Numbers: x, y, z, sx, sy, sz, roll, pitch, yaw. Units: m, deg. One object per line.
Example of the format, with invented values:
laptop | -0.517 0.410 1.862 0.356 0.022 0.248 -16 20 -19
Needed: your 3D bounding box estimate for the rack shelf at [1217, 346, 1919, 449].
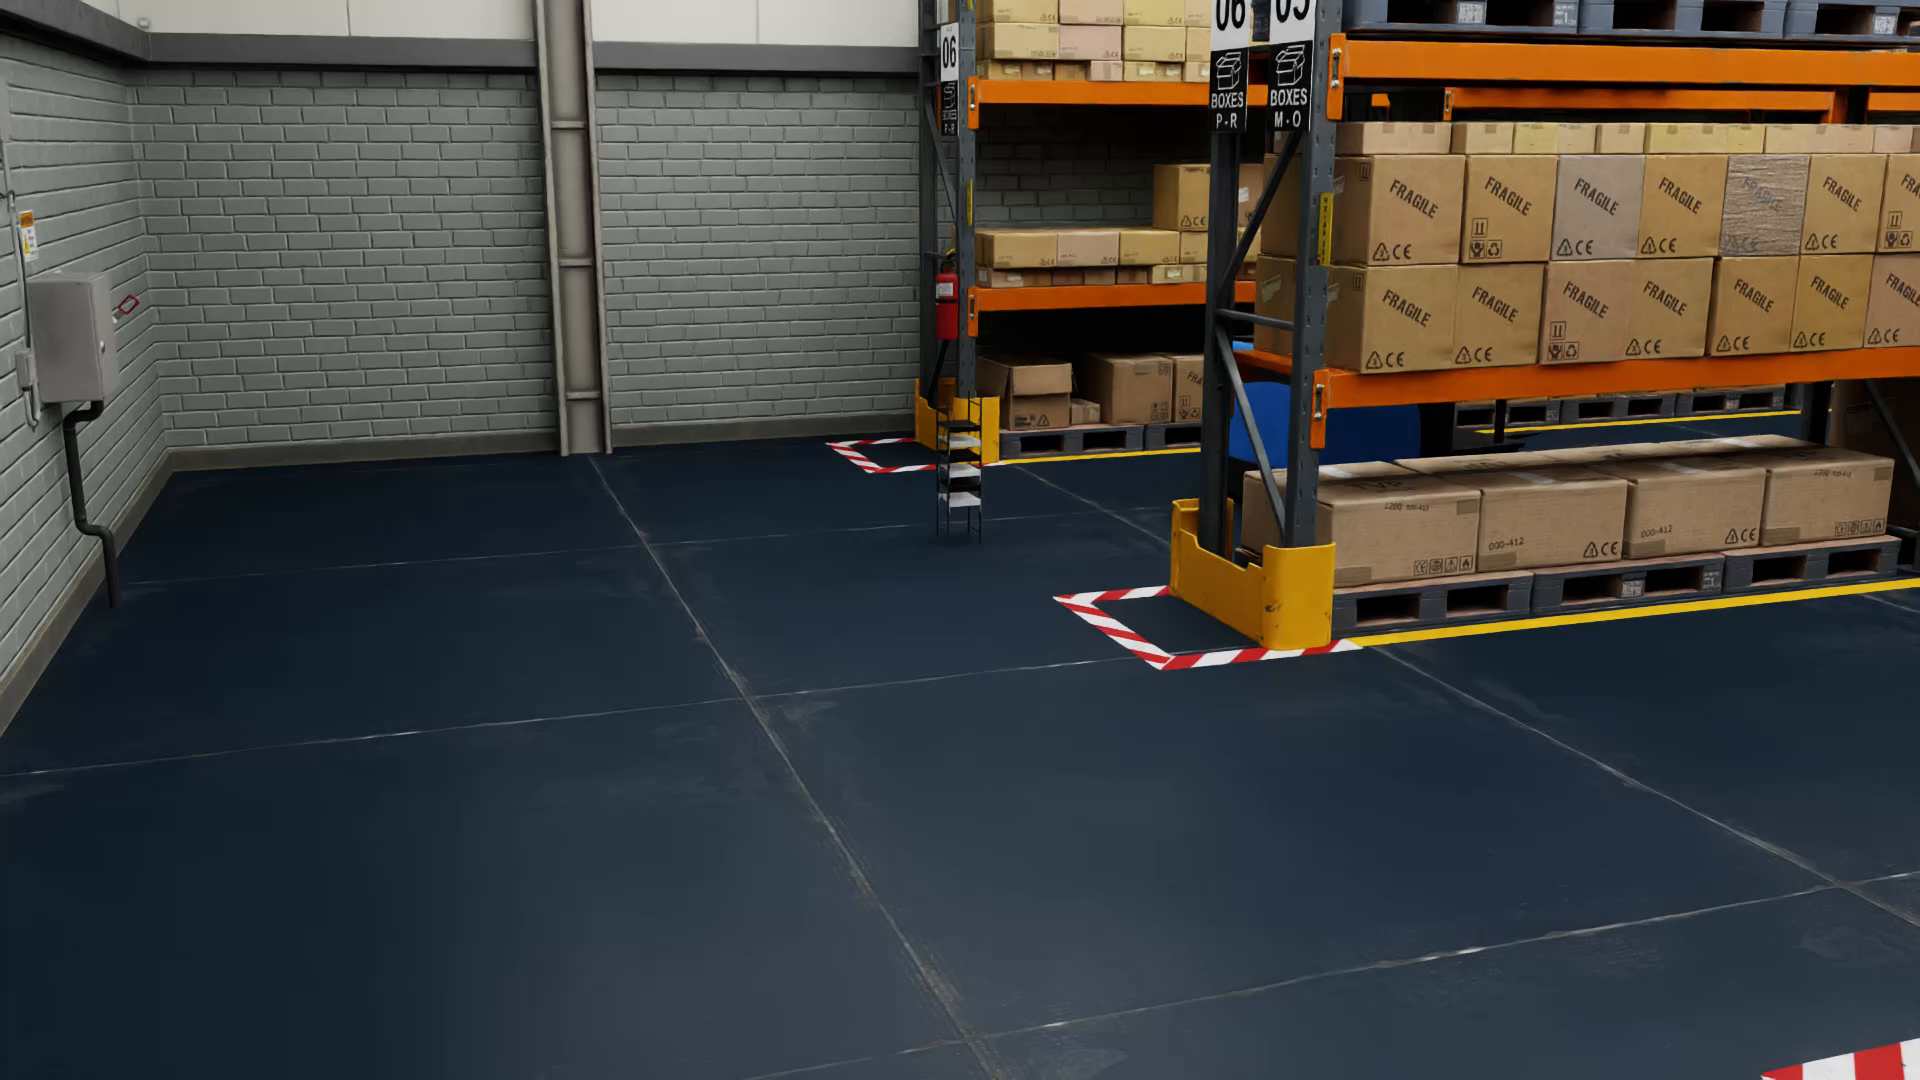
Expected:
rack shelf | 3.377 -0.866 8.856 4.000 0.370 1.077 -4 14 -18

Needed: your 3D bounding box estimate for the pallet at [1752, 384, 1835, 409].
pallet | 8.270 -1.443 15.752 1.213 0.211 1.003 -4 14 -18

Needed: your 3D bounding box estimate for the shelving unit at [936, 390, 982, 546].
shelving unit | -0.008 -0.437 10.036 0.210 0.900 0.258 -4 14 -18

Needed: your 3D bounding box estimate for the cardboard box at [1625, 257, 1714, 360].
cardboard box | 3.456 -1.207 8.519 0.500 0.500 0.500 -4 14 -16

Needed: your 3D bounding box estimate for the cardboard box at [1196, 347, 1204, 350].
cardboard box | 2.312 -1.300 13.622 0.500 0.500 0.700 -5 14 -20

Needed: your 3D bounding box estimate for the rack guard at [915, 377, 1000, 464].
rack guard | -0.033 -0.946 13.041 0.348 0.500 1.175 -4 14 -18

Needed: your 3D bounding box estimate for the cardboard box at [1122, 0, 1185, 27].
cardboard box | 1.356 -3.982 12.521 0.500 0.250 0.500 -5 14 -19

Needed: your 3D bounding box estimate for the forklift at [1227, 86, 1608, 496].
forklift | 3.222 -1.813 11.431 3.031 2.935 1.130 -7 15 -27

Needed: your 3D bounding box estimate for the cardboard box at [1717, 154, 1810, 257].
cardboard box | 3.951 -1.728 8.548 0.500 0.500 0.500 -4 14 -17

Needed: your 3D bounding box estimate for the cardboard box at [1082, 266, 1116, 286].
cardboard box | 1.018 -2.060 12.863 0.250 0.149 0.380 -4 14 -16

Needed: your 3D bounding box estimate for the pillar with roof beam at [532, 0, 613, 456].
pillar with roof beam | -1.575 -4.130 8.059 0.400 9.000 9.100 -4 14 -18

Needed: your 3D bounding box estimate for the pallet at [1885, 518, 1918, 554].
pallet | 5.980 -0.080 10.025 1.213 0.211 1.003 -4 14 -18

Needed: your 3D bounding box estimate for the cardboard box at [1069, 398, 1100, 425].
cardboard box | 0.920 -1.021 13.207 0.250 0.149 0.380 -5 14 -20

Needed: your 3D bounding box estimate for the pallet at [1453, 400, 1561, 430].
pallet | 4.445 -1.164 14.579 1.213 0.211 1.003 -4 14 -18

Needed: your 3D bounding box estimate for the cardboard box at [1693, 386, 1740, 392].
cardboard box | 6.668 -1.622 14.976 0.500 0.500 0.500 -5 14 -19

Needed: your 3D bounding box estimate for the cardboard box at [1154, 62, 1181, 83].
cardboard box | 1.490 -3.555 12.668 0.250 0.149 0.380 -5 14 -19

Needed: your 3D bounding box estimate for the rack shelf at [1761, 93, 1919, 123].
rack shelf | 9.373 -4.004 15.567 4.000 0.370 1.077 -4 14 -18

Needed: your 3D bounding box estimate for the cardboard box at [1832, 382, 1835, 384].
cardboard box | 8.073 -1.839 15.617 0.625 0.625 0.875 -4 14 -16

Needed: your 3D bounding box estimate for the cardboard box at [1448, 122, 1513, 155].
cardboard box | 2.415 -1.913 7.927 0.250 0.149 0.380 -4 14 -16

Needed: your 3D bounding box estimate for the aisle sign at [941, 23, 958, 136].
aisle sign | -0.076 -3.352 12.135 0.004 0.787 0.394 -4 14 -18

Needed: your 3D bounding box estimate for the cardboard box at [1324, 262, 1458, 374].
cardboard box | 2.028 -1.089 8.025 0.500 0.500 0.500 -5 14 -19

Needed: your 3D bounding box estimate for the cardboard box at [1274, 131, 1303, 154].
cardboard box | 1.758 -1.989 8.246 0.250 0.149 0.380 -4 14 -17

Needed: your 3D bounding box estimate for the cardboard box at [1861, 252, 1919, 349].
cardboard box | 4.915 -1.322 9.002 0.500 0.500 0.500 -4 14 -18

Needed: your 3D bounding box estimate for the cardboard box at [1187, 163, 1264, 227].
cardboard box | 2.190 -2.837 13.648 0.500 0.500 0.500 -5 14 -20

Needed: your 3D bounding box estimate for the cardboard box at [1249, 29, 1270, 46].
cardboard box | 2.330 -3.816 12.905 0.500 0.250 0.500 -4 14 -17

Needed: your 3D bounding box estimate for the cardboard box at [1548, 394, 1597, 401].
cardboard box | 5.193 -1.504 14.477 0.500 0.500 0.500 -5 14 -20

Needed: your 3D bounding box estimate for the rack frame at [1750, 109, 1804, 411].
rack frame | 7.477 -2.747 15.210 0.127 3.000 1.000 -4 14 -18

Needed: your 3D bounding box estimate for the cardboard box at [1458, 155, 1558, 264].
cardboard box | 2.515 -1.616 8.078 0.500 0.500 0.500 -5 14 -20

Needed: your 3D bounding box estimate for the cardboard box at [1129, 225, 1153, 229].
cardboard box | 1.702 -2.432 13.568 0.500 0.250 0.500 -4 14 -18

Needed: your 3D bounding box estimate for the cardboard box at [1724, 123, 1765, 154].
cardboard box | 3.851 -2.041 8.463 0.250 0.149 0.380 -5 14 -19

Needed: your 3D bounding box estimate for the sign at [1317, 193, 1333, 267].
sign | 1.653 -1.406 7.529 0.005 0.325 0.100 -4 14 -18

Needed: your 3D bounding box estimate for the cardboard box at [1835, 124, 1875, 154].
cardboard box | 4.559 -2.110 8.752 0.250 0.149 0.380 -4 14 -18

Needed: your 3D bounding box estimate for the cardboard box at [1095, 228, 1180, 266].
cardboard box | 1.368 -2.278 12.920 0.500 0.250 0.500 -5 14 -19

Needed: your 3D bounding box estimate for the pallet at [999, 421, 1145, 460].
pallet | 0.723 -0.865 13.322 1.213 0.211 1.003 -4 14 -18

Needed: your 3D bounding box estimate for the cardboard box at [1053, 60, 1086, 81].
cardboard box | 0.760 -3.507 12.464 0.250 0.149 0.380 -4 14 -18

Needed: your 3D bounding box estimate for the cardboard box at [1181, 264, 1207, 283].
cardboard box | 1.774 -2.107 13.060 0.250 0.149 0.380 -4 14 -17

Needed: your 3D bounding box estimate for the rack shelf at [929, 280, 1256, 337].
rack shelf | 1.791 -1.954 13.432 4.000 0.370 1.077 -4 14 -18

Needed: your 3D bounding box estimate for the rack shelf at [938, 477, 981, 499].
rack shelf | -0.008 -0.317 10.065 0.200 0.077 0.258 -4 14 -18

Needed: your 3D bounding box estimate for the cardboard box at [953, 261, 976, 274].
cardboard box | 0.124 -2.118 13.107 0.250 0.149 0.380 -5 14 -19

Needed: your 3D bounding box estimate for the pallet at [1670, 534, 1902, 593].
pallet | 4.527 0.032 9.552 1.213 0.211 1.003 -4 14 -18

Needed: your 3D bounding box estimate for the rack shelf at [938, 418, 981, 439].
rack shelf | -0.008 -0.667 9.981 0.200 0.077 0.258 -4 14 -18

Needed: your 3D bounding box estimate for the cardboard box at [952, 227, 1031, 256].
cardboard box | 0.247 -2.321 13.098 0.500 0.250 0.500 -4 14 -16

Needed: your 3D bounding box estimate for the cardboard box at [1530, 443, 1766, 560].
cardboard box | 3.795 -0.232 9.267 0.875 0.438 0.875 -5 14 -20

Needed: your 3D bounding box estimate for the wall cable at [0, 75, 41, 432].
wall cable | -4.318 -1.452 7.568 0.122 1.984 0.588 -4 14 -18

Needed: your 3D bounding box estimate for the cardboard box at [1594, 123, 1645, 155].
cardboard box | 3.141 -1.977 8.194 0.250 0.149 0.380 -4 14 -18

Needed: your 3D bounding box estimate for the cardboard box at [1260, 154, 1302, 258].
cardboard box | 1.863 -1.691 8.394 0.500 0.500 0.500 -4 14 -16

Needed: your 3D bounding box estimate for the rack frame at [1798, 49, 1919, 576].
rack frame | 5.273 -1.364 9.393 0.127 3.000 1.000 -4 14 -18

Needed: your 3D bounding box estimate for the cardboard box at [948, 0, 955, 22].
cardboard box | 0.227 -4.025 12.701 0.500 0.250 0.500 -5 14 -20

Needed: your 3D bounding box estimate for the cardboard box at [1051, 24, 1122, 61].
cardboard box | 0.878 -3.703 12.426 0.500 0.250 0.500 -4 14 -17

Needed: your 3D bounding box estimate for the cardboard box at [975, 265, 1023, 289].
cardboard box | 0.294 -1.999 12.606 0.250 0.149 0.380 -5 14 -18
